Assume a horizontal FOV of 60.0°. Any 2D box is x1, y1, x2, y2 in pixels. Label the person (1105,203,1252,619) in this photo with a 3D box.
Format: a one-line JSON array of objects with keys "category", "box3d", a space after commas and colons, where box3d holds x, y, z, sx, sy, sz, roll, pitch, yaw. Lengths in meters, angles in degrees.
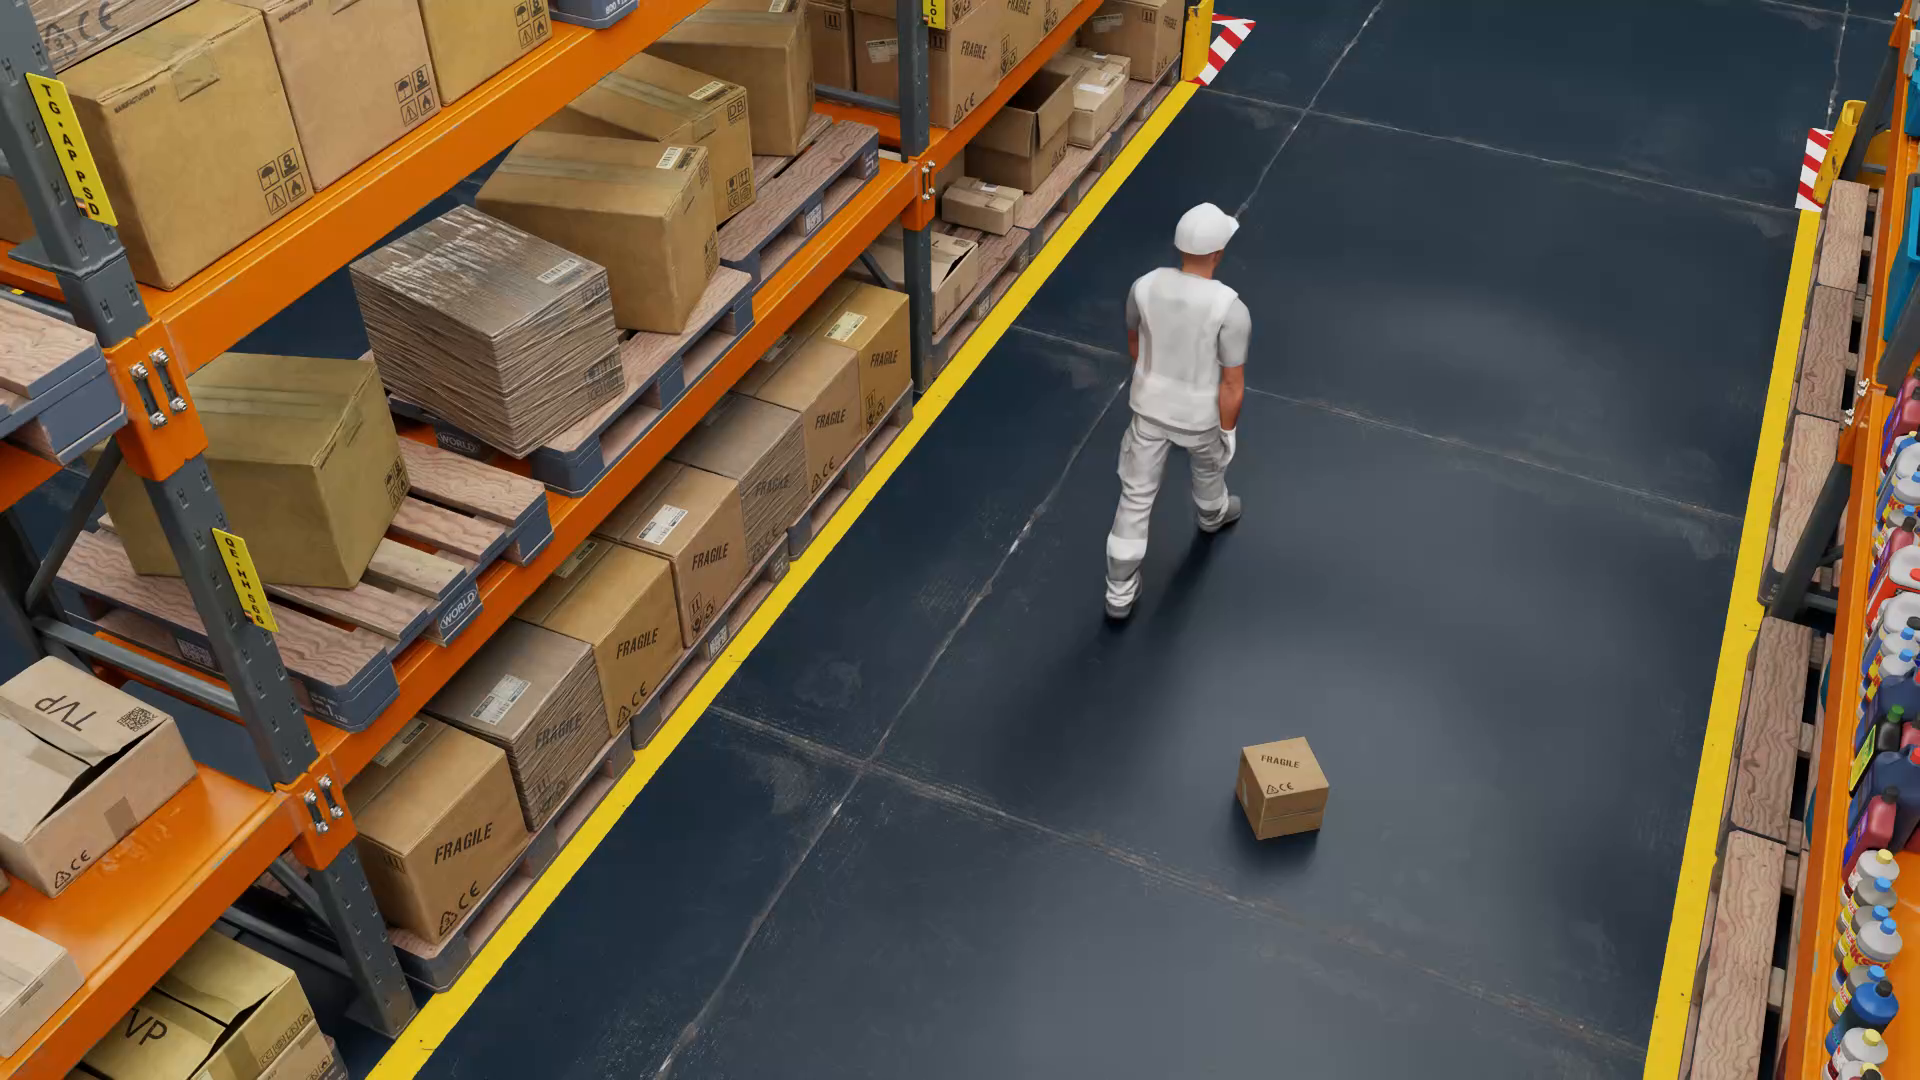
[{"category": "person", "box3d": [0.914, -0.572, 6.775, 0.559, 1.745, 1.010, 18, 45, 19]}]
